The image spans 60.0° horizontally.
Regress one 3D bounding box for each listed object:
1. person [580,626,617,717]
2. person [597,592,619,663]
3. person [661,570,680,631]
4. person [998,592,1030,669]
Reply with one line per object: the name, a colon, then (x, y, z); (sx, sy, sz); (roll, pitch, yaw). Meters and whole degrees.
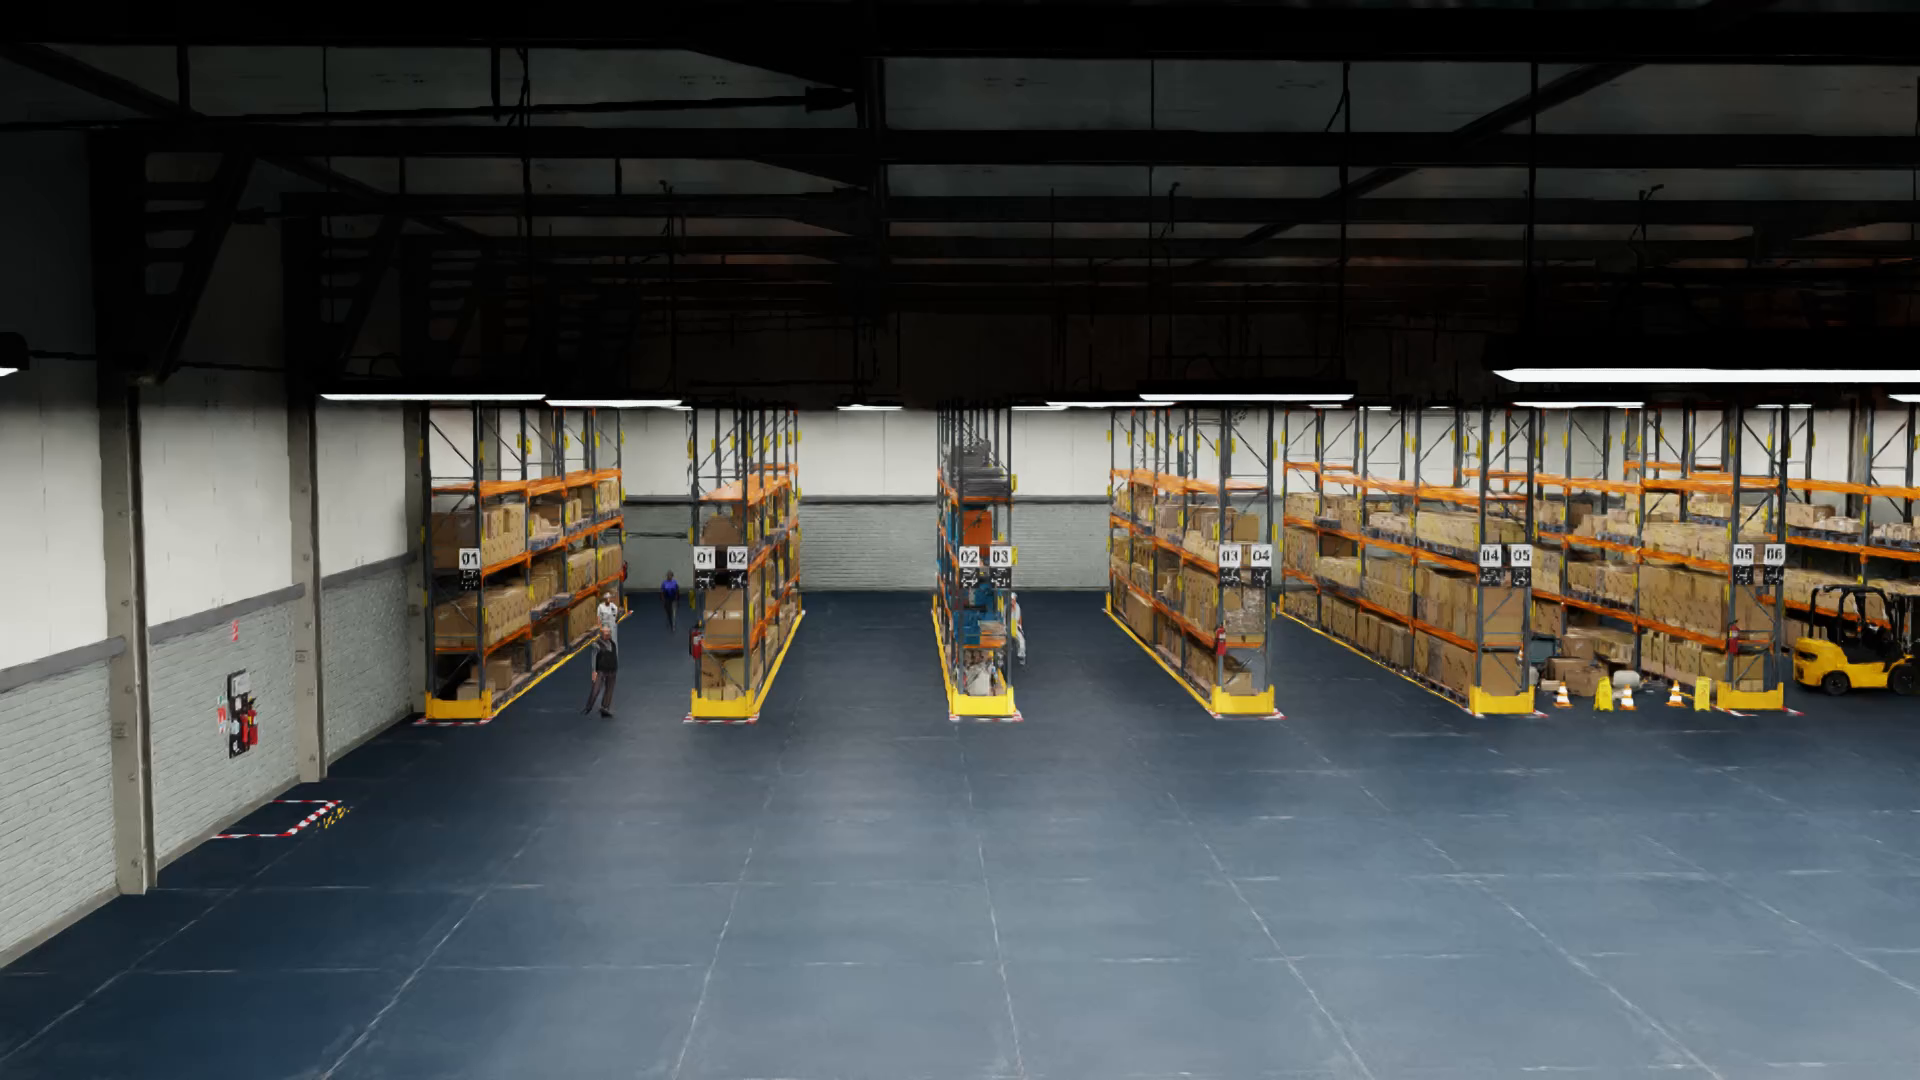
person: (-6.739, 2.465, 31.071); (0.712, 1.711, 0.515); (-4, 6, -42)
person: (-8.027, 1.985, 37.895); (0.490, 1.597, 0.999); (-1, 4, -10)
person: (-7.566, 1.565, 43.382); (0.449, 1.571, 1.075); (0, 4, 0)
person: (1.130, 2.001, 36.915); (0.671, 1.727, 0.765); (-2, 5, -23)
